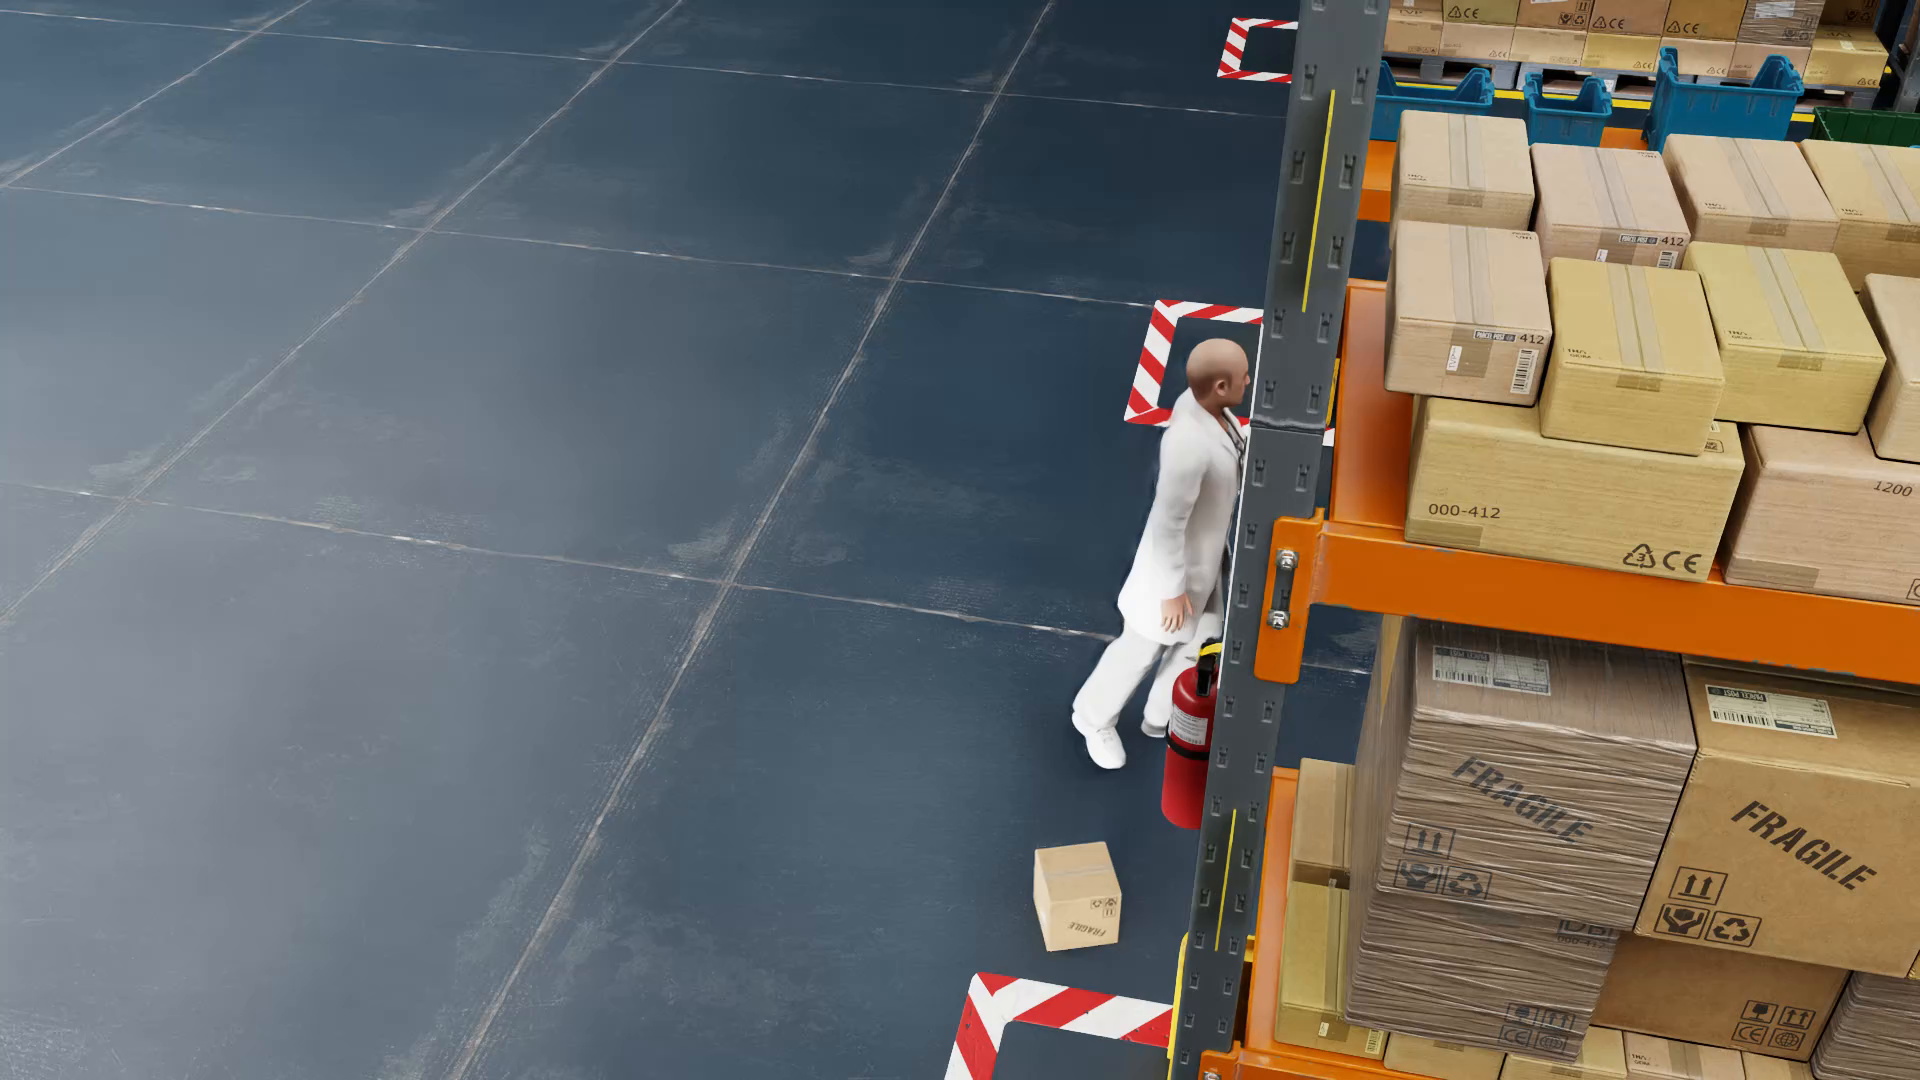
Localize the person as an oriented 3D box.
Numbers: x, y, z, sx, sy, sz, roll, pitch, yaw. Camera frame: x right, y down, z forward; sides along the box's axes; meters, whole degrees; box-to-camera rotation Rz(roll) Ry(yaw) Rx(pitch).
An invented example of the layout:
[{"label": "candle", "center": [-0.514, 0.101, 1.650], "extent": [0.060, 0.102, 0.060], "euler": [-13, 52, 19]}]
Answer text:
[{"label": "person", "center": [0.758, 0.057, 6.084], "extent": [0.624, 1.770, 0.613], "euler": [12, 38, 15]}]
